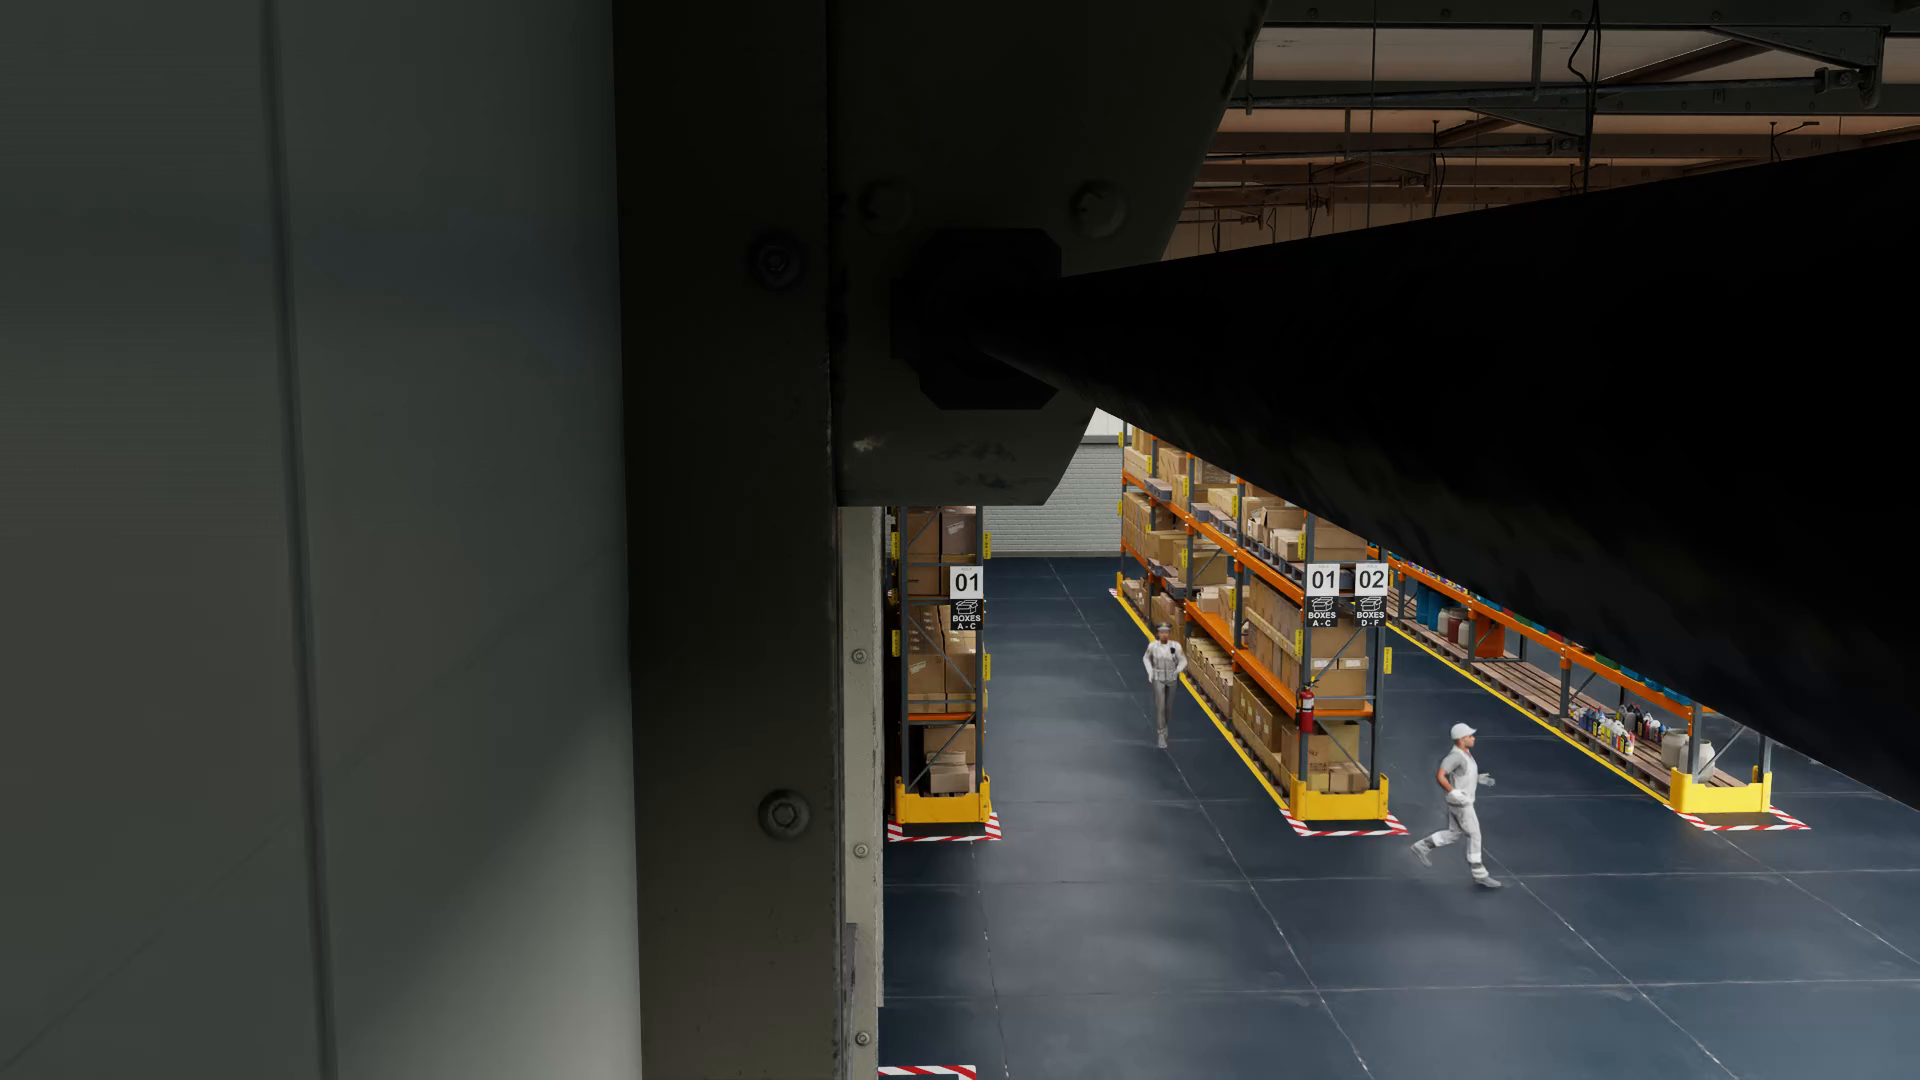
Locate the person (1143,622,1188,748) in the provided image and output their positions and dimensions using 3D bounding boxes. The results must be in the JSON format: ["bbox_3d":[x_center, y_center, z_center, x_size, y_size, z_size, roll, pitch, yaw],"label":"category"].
[{"bbox_3d":[2.849,1.963,23.084,0.608,1.719,0.774,1,8,4],"label":"person"}]

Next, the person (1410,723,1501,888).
[{"bbox_3d":[5.471,2.890,18.272,0.980,1.791,0.656,3,8,19],"label":"person"}]
